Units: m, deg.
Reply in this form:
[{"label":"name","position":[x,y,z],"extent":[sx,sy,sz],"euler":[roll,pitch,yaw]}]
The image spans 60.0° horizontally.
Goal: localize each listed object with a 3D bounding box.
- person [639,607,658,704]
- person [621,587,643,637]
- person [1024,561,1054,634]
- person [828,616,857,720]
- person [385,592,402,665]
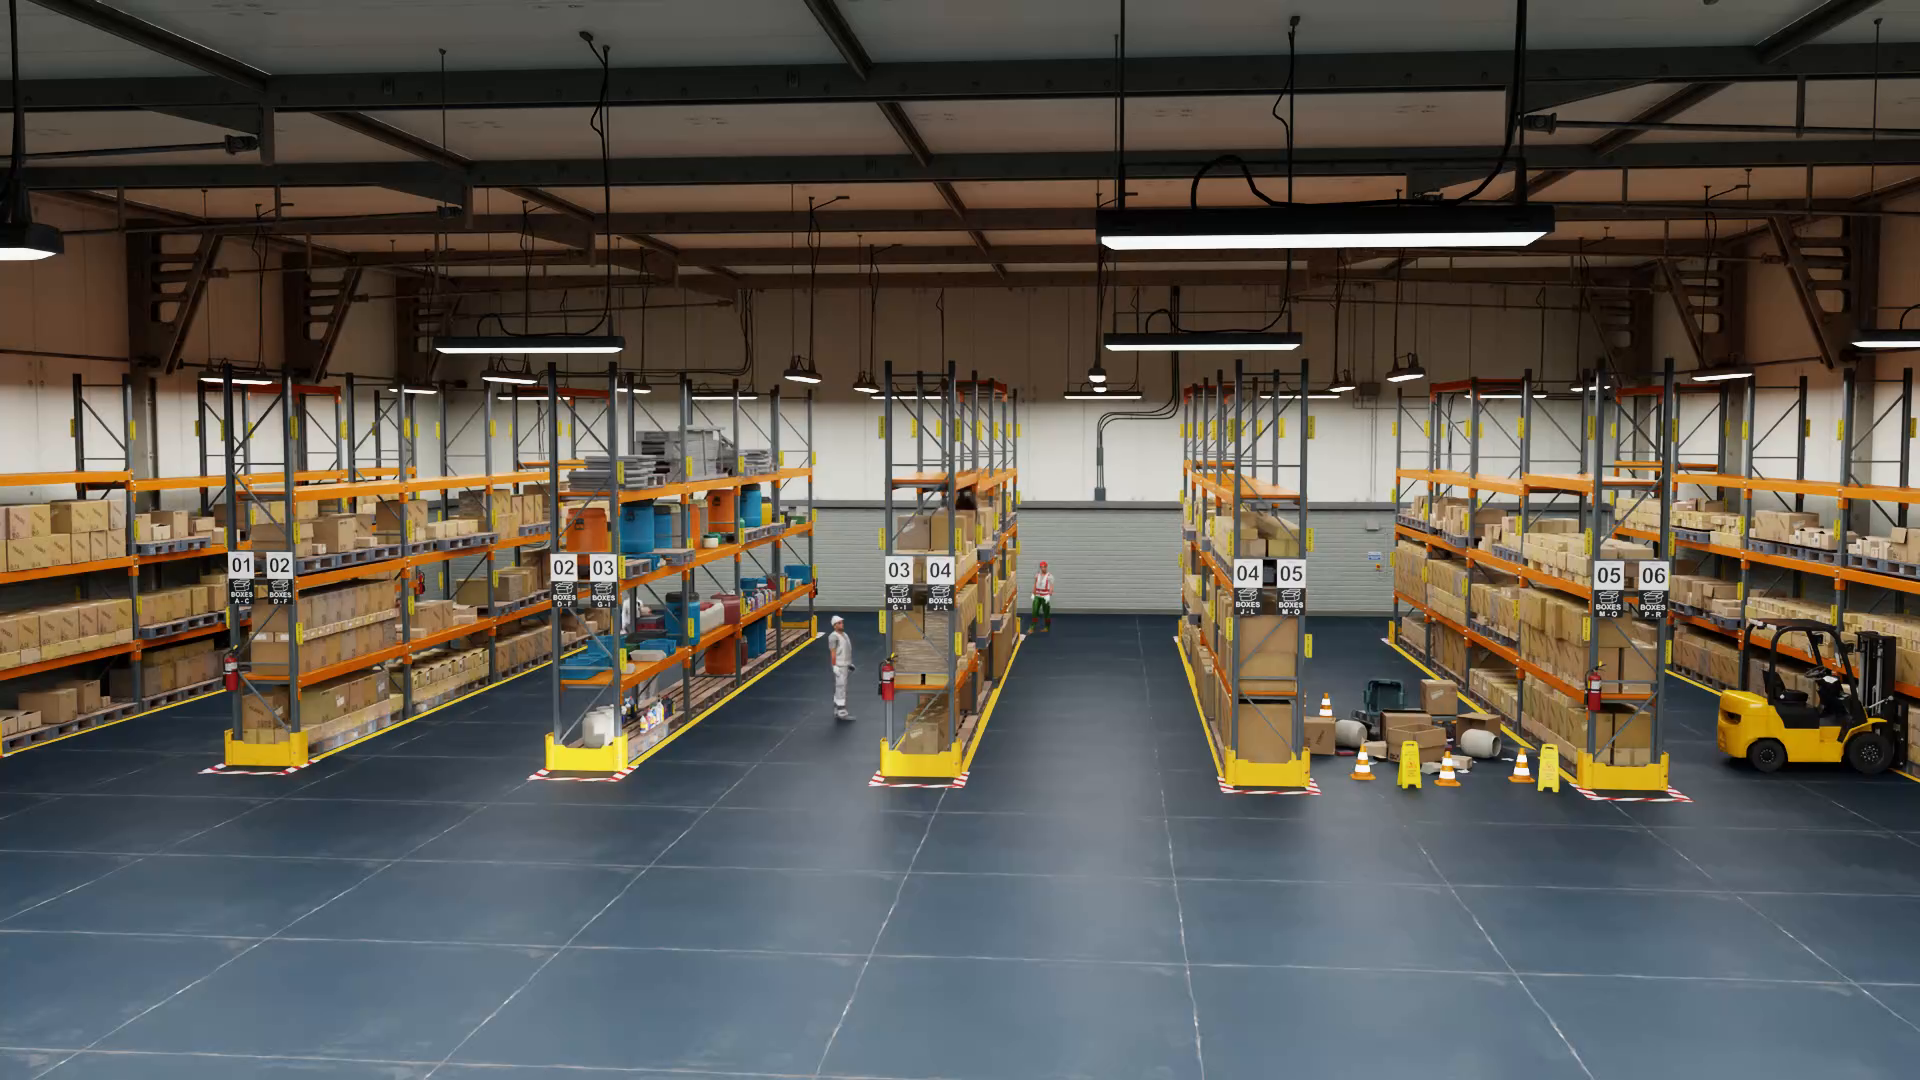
[{"label":"person","position":[-5.682,2.142,30.537],"extent":[0.598,1.817,0.562],"euler":[-2,4,-25]},{"label":"person","position":[-7.069,1.813,35.832],"extent":[0.458,1.639,0.959],"euler":[0,4,2]},{"label":"person","position":[1.961,1.415,40.939],"extent":[0.618,1.780,0.749],"euler":[3,5,43]},{"label":"person","position":[-2.021,2.215,28.897],"extent":[0.504,1.777,0.603],"euler":[1,4,10]},{"label":"person","position":[-11.414,1.909,33.725],"extent":[0.695,1.718,1.060],"euler":[0,4,3]}]
